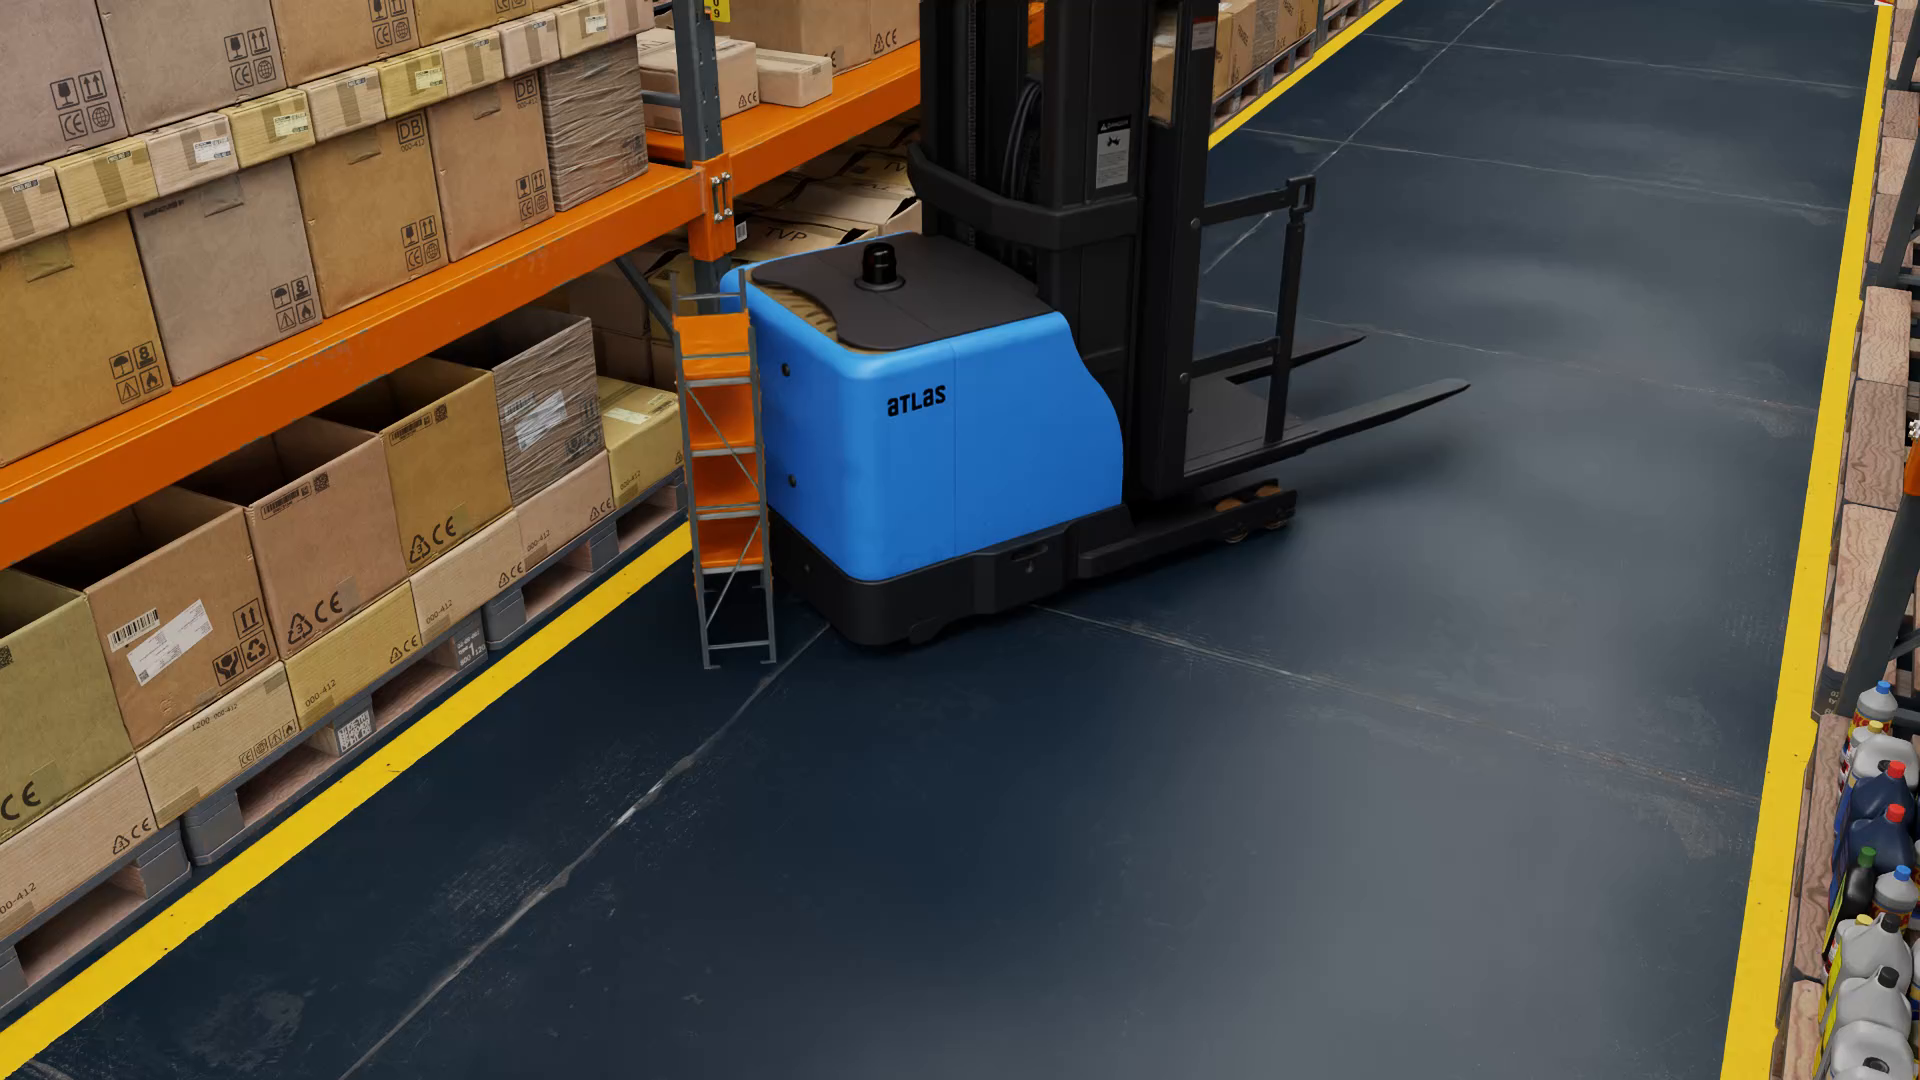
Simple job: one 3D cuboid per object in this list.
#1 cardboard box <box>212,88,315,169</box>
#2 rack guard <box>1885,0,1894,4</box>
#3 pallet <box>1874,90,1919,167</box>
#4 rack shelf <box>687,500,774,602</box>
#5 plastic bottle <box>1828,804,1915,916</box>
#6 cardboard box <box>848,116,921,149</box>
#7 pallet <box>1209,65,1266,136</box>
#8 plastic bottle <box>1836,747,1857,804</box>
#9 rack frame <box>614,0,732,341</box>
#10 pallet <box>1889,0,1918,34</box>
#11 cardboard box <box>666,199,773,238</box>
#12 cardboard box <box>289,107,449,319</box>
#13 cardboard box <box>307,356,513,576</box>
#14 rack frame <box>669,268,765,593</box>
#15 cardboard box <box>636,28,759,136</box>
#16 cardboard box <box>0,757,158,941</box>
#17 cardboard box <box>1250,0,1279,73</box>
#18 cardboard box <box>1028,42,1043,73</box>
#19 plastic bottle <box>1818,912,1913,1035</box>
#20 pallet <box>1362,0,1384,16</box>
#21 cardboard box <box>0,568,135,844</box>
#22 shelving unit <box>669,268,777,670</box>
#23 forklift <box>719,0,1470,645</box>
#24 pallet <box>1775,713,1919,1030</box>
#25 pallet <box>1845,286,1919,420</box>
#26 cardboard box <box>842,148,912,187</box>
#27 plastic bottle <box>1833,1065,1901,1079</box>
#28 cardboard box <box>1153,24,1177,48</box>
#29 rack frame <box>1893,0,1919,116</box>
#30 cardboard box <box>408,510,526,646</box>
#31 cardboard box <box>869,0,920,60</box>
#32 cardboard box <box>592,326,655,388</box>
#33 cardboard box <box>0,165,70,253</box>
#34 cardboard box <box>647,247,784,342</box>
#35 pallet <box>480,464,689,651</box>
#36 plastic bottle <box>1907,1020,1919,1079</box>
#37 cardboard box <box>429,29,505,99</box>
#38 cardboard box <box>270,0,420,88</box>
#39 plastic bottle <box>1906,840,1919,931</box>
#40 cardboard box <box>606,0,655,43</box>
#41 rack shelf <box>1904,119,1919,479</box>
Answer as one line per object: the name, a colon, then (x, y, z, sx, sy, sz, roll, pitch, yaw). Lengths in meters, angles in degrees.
cardboard box: (-1.961, -1.121, 4.437, 0.380, 0.149, 0.250, 15, 33, 25)
rack guard: (8.544, -4.770, 14.054, 1.175, 0.500, 0.348, 14, 33, 23)
pallet: (6.334, -2.525, 10.436, 1.003, 0.211, 1.213, 14, 33, 23)
rack shelf: (-0.771, 0.008, 5.565, 0.258, 0.148, 0.480, -5, 30, -9)
plastic bottle: (2.255, 0.785, 4.090, 0.144, 0.351, 0.185, 13, 32, 21)
cardboard box: (-0.474, -2.026, 8.543, 0.500, 0.311, 0.500, 13, 32, 22)
pallet: (1.423, -3.071, 11.386, 1.003, 0.211, 1.213, 14, 33, 23)
plastic bottle: (2.450, 0.634, 4.502, 0.097, 0.201, 0.097, 0, 30, 0)
rack frame: (-1.330, -1.646, 6.104, 1.000, 3.000, 0.127, 14, 33, 23)
pallet: (8.135, -4.274, 13.481, 1.003, 0.211, 1.213, 14, 33, 23)
cardboard box: (-1.169, -1.356, 7.375, 0.500, 0.311, 0.500, 15, 33, 25)
cardboard box: (-1.993, -1.034, 4.939, 0.700, 0.500, 0.500, 15, 33, 24)
cardboard box: (-1.809, -0.264, 5.284, 0.500, 0.500, 0.500, 14, 33, 23)
rack frame: (-0.813, -0.342, 5.641, 0.240, 1.200, 0.015, -5, 30, -9)
cardboard box: (-1.144, -1.809, 6.539, 0.500, 0.250, 0.500, 17, 34, 26)
cardboard box: (-2.485, 0.728, 4.310, 0.500, 0.250, 0.500, 14, 33, 23)
cardboard box: (1.884, -3.576, 11.534, 0.500, 0.500, 0.500, 15, 33, 24)
cardboard box: (0.710, -2.994, 10.520, 0.500, 0.500, 0.500, 16, 33, 25)
plastic bottle: (2.062, 0.973, 3.762, 0.144, 0.351, 0.185, 14, 33, 23)
pallet: (3.183, -4.830, 14.450, 1.003, 0.211, 1.213, 14, 33, 23)
cardboard box: (-2.483, 0.403, 4.123, 0.500, 0.500, 0.500, 14, 33, 23)
shelving unit: (-0.771, -0.223, 5.433, 0.258, 1.200, 0.503, -5, 30, -9)
forklift: (0.675, -1.465, 5.857, 3.031, 2.935, 1.130, -18, 34, -28)
pallet: (2.735, 0.977, 4.337, 1.003, 0.211, 1.213, 14, 33, 23)
pallet: (4.513, -0.750, 7.344, 1.003, 0.211, 1.213, 14, 33, 23)
cardboard box: (-0.220, -1.687, 7.953, 0.500, 0.311, 0.500, 15, 33, 25)
plastic bottle: (1.842, 1.224, 3.400, 0.152, 0.276, 0.135, 15, 33, 24)
cardboard box: (1.188, -2.896, 10.350, 0.500, 0.500, 0.500, 13, 32, 22)
rack frame: (6.723, -4.067, 10.320, 1.000, 3.000, 0.127, 14, 33, 23)
cardboard box: (-1.797, 0.064, 5.466, 0.500, 0.250, 0.500, 14, 33, 23)
cardboard box: (-0.497, -2.482, 7.459, 0.500, 0.500, 0.500, 14, 33, 23)
cardboard box: (-1.399, -0.885, 7.119, 0.500, 0.250, 0.500, 14, 33, 23)
cardboard box: (-2.312, -0.781, 3.845, 0.380, 0.149, 0.250, 13, 32, 22)
cardboard box: (-0.920, -1.006, 6.765, 0.500, 0.311, 0.500, 14, 33, 23)
pallet: (-1.729, -0.094, 6.201, 1.003, 0.211, 1.213, 14, 33, 23)
plastic bottle: (2.104, 1.128, 3.641, 0.097, 0.201, 0.097, 0, 30, 0)
cardboard box: (-1.613, -1.459, 5.027, 0.380, 0.149, 0.250, 14, 33, 23)
cardboard box: (-1.984, -1.608, 4.634, 0.700, 0.500, 0.500, 14, 33, 23)
plastic bottle: (2.383, 0.827, 4.096, 0.097, 0.271, 0.097, 0, 30, 0)
cardboard box: (-1.263, -1.802, 5.623, 0.380, 0.149, 0.250, 14, 33, 23)
rack shelf: (3.989, -1.095, 5.868, 1.077, 0.370, 4.000, 14, 33, 23)
